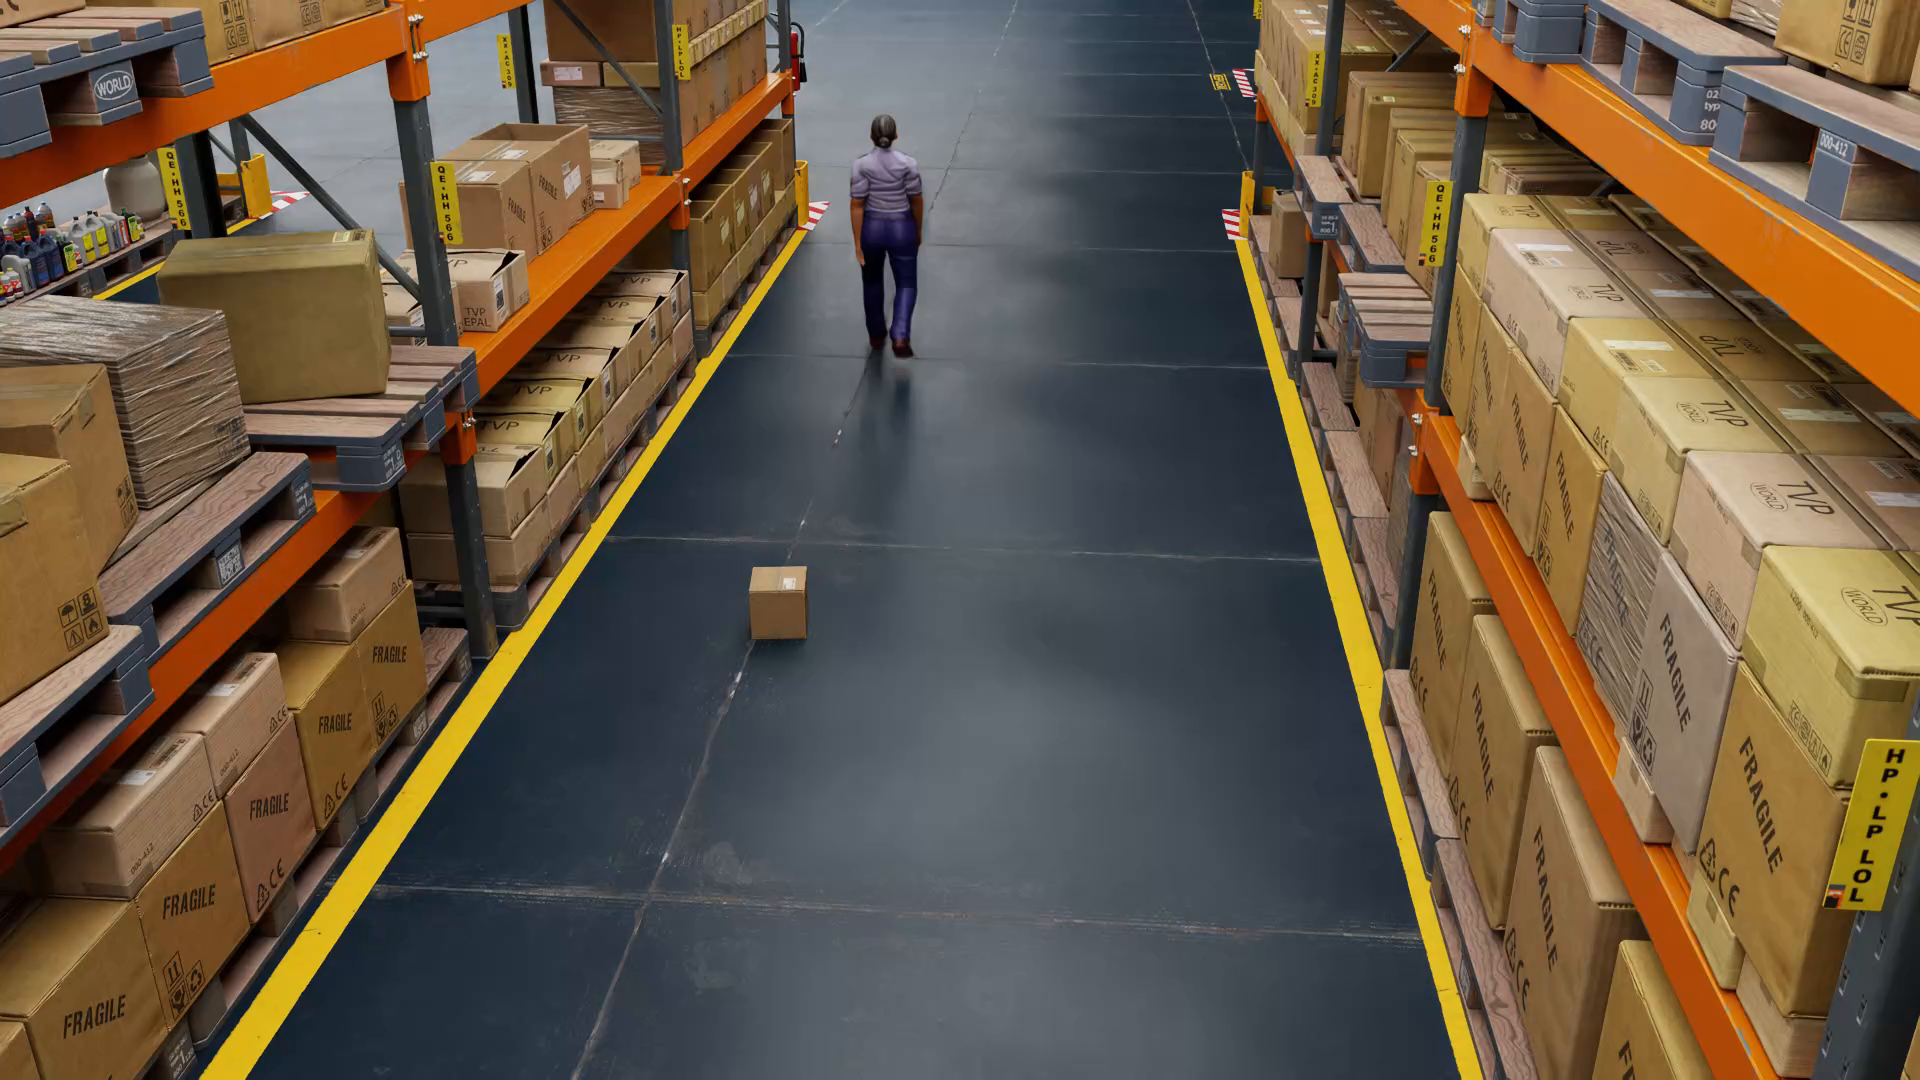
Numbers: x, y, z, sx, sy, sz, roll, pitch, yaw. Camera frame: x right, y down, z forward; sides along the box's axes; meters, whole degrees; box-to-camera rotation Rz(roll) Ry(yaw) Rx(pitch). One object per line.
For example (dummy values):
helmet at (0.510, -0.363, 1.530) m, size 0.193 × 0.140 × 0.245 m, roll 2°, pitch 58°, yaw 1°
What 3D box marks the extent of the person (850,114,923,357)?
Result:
person at (-0.478, -2.000, 10.957) m, size 0.475 × 1.605 × 0.899 m, roll 1°, pitch 25°, yaw 2°
